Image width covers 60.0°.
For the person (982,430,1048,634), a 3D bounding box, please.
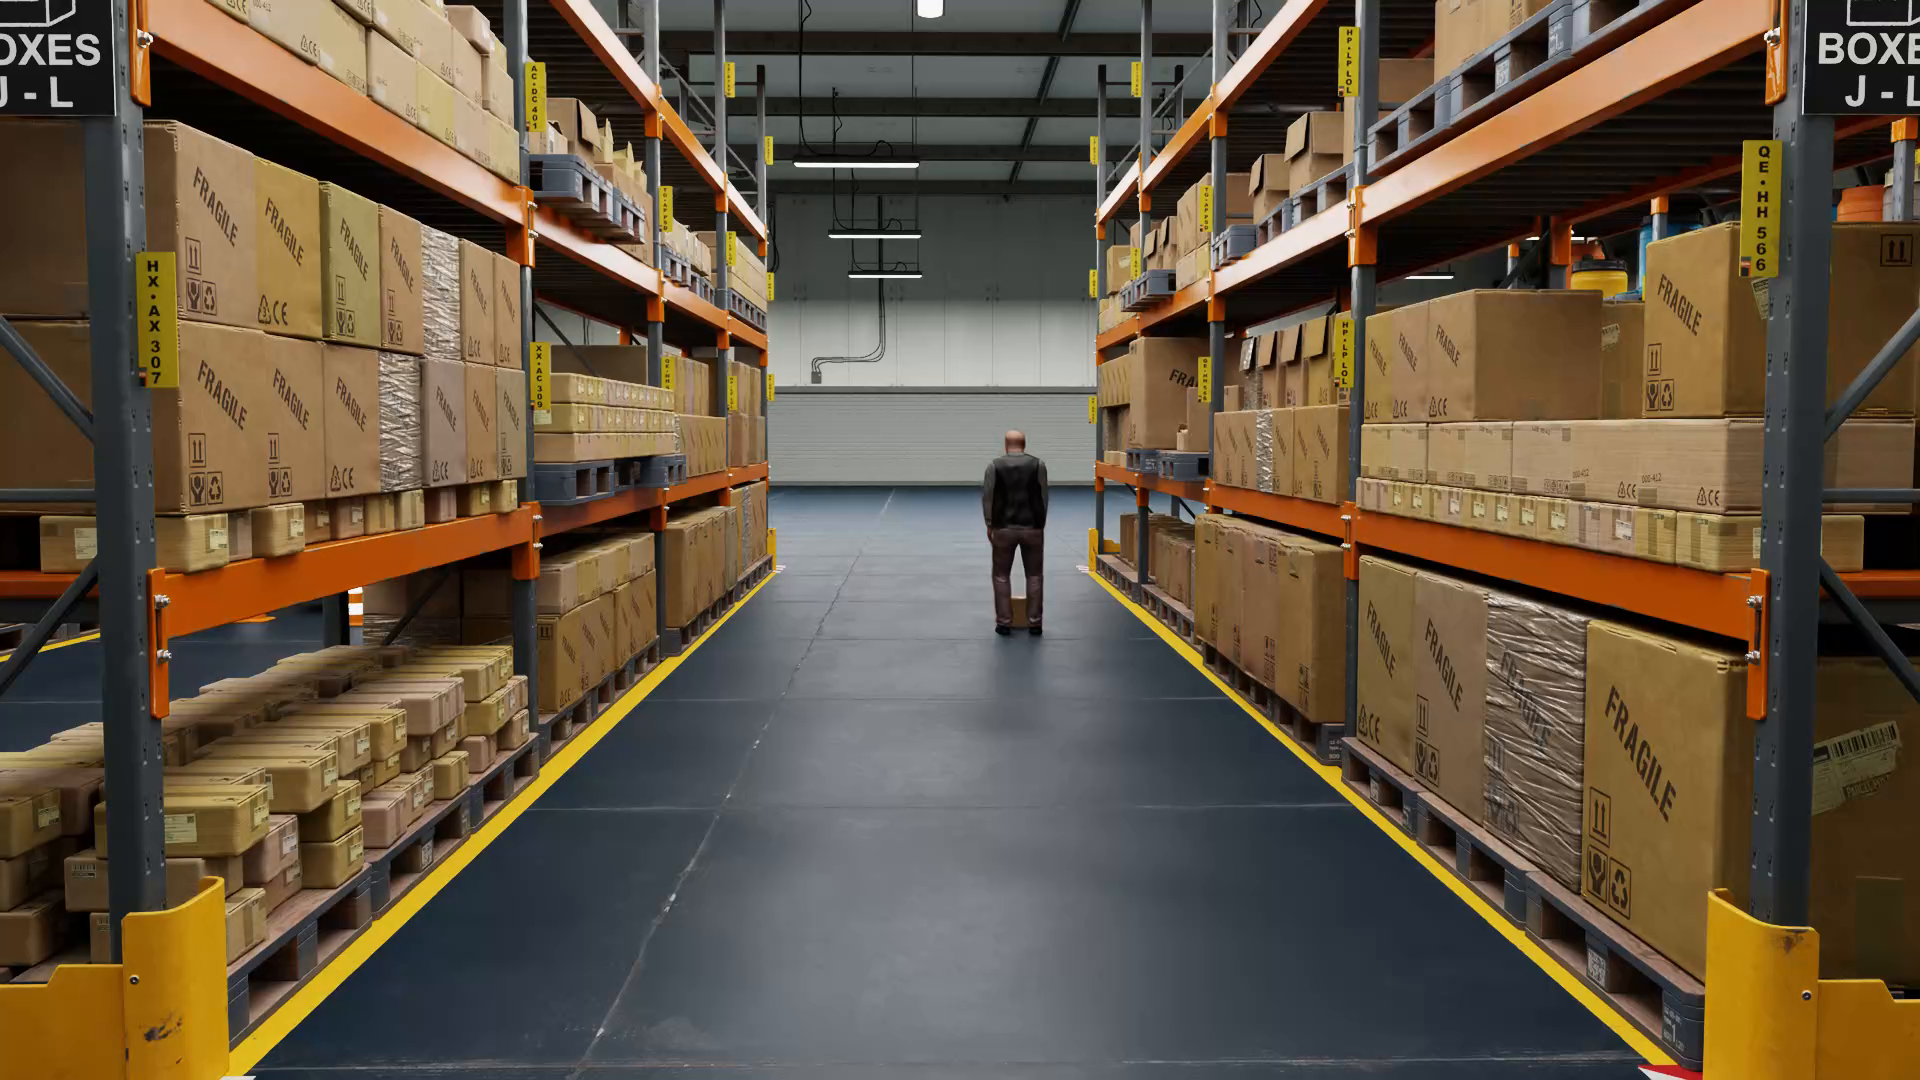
[{"bbox_3d":[0.455,-0.064,13.755,0.552,1.686,0.410,0,4,0],"label":"person"}]
